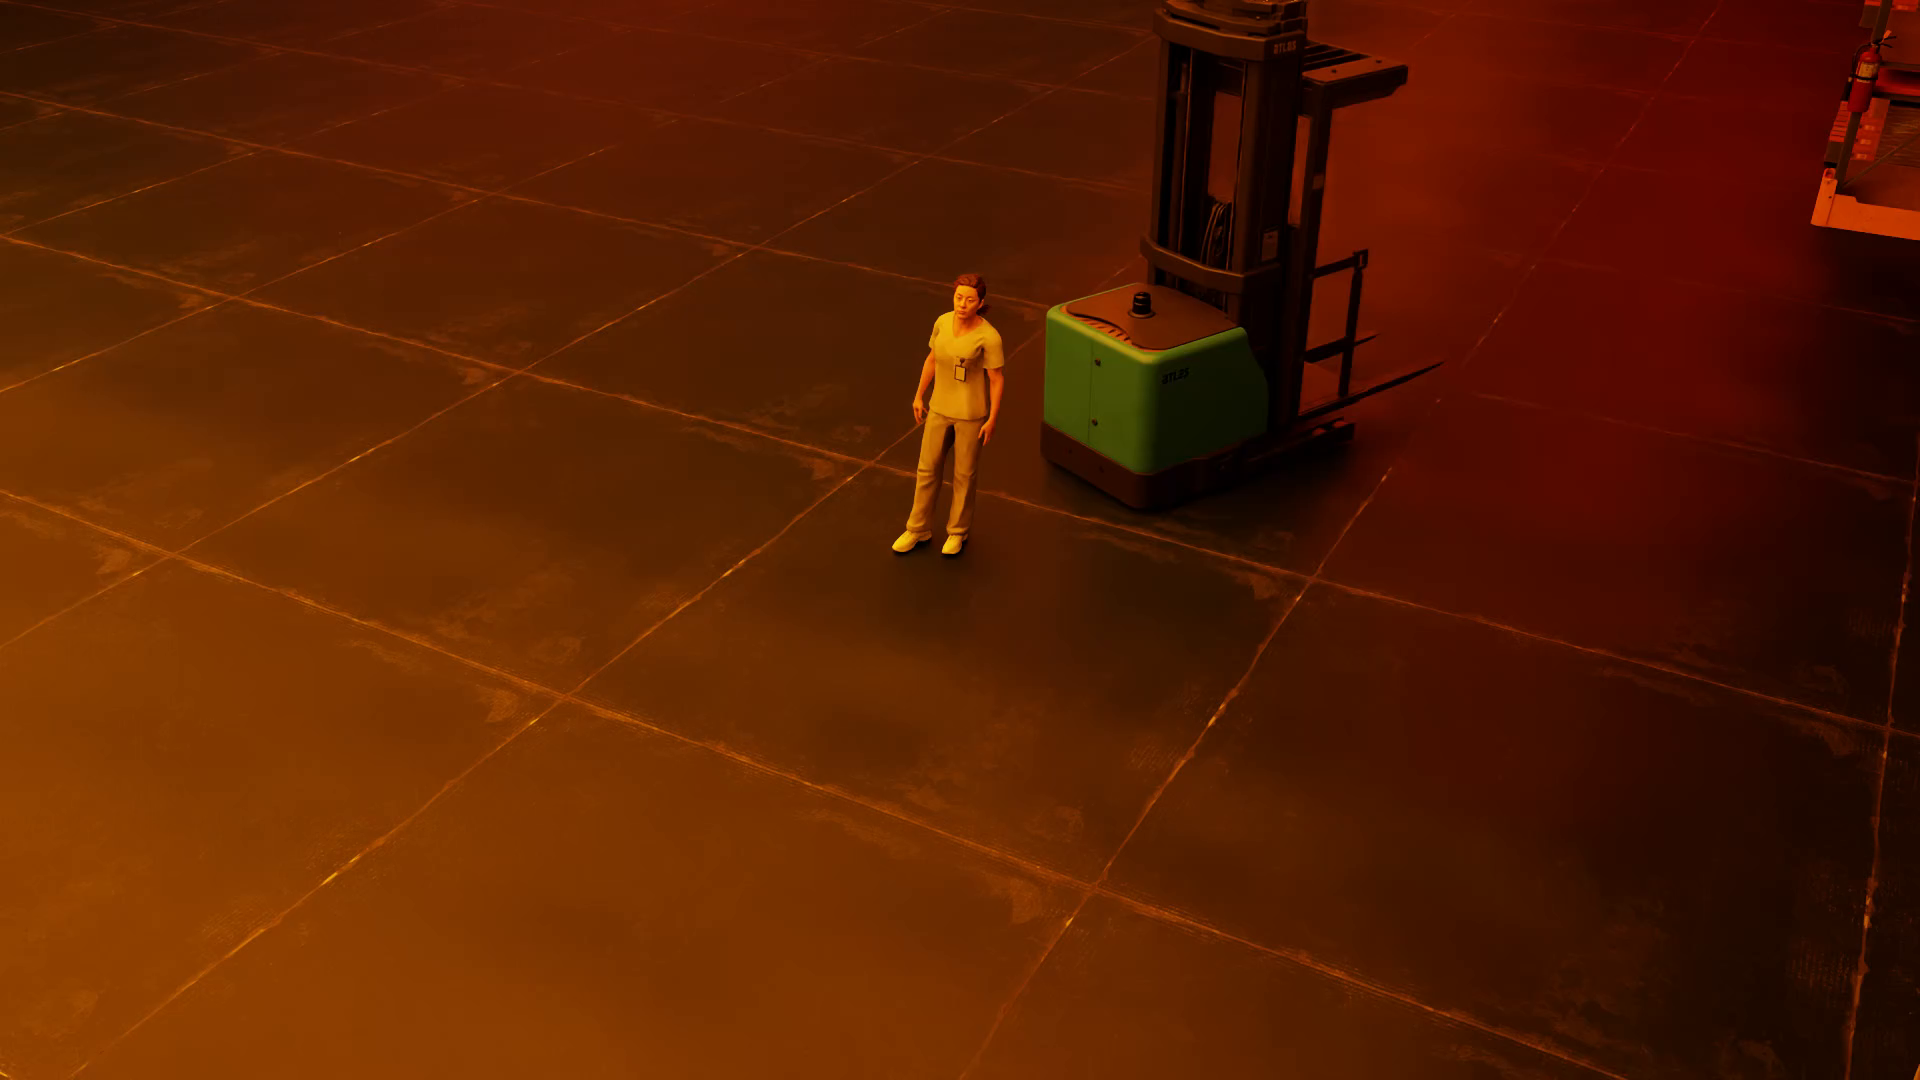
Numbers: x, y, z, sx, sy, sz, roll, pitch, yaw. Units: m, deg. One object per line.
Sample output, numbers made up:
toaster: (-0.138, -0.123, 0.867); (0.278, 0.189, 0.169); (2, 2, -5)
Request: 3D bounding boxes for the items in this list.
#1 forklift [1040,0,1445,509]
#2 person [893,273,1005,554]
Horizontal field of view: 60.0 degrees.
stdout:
forklift: (2.011, -2.032, 10.592); (3.031, 2.935, 1.130); (-20, 36, -31)
person: (-0.048, -0.703, 9.530); (0.549, 1.673, 0.548); (15, 33, 25)
